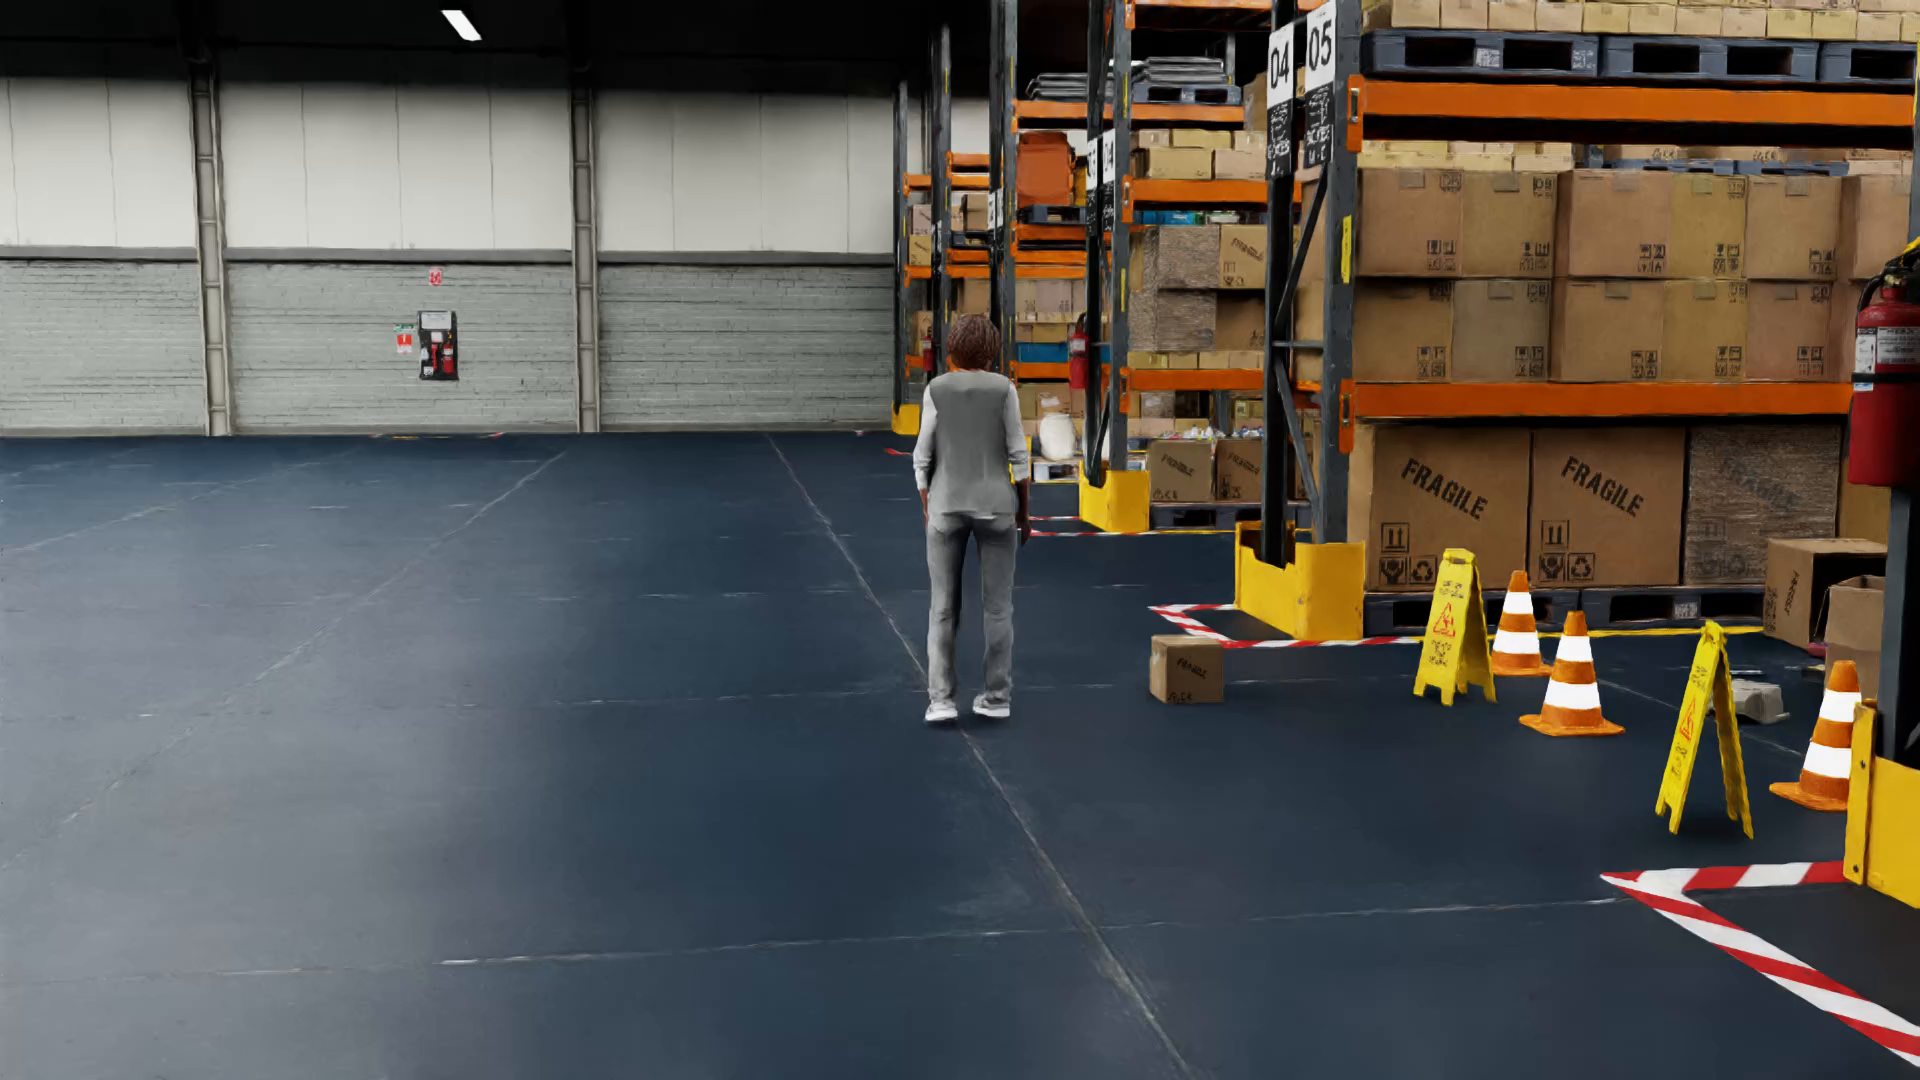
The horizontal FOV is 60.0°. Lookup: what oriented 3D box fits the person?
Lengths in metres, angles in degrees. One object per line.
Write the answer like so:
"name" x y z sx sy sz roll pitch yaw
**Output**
"person" 0.049 -0.071 6.559 0.460 1.632 0.363 0 7 3
